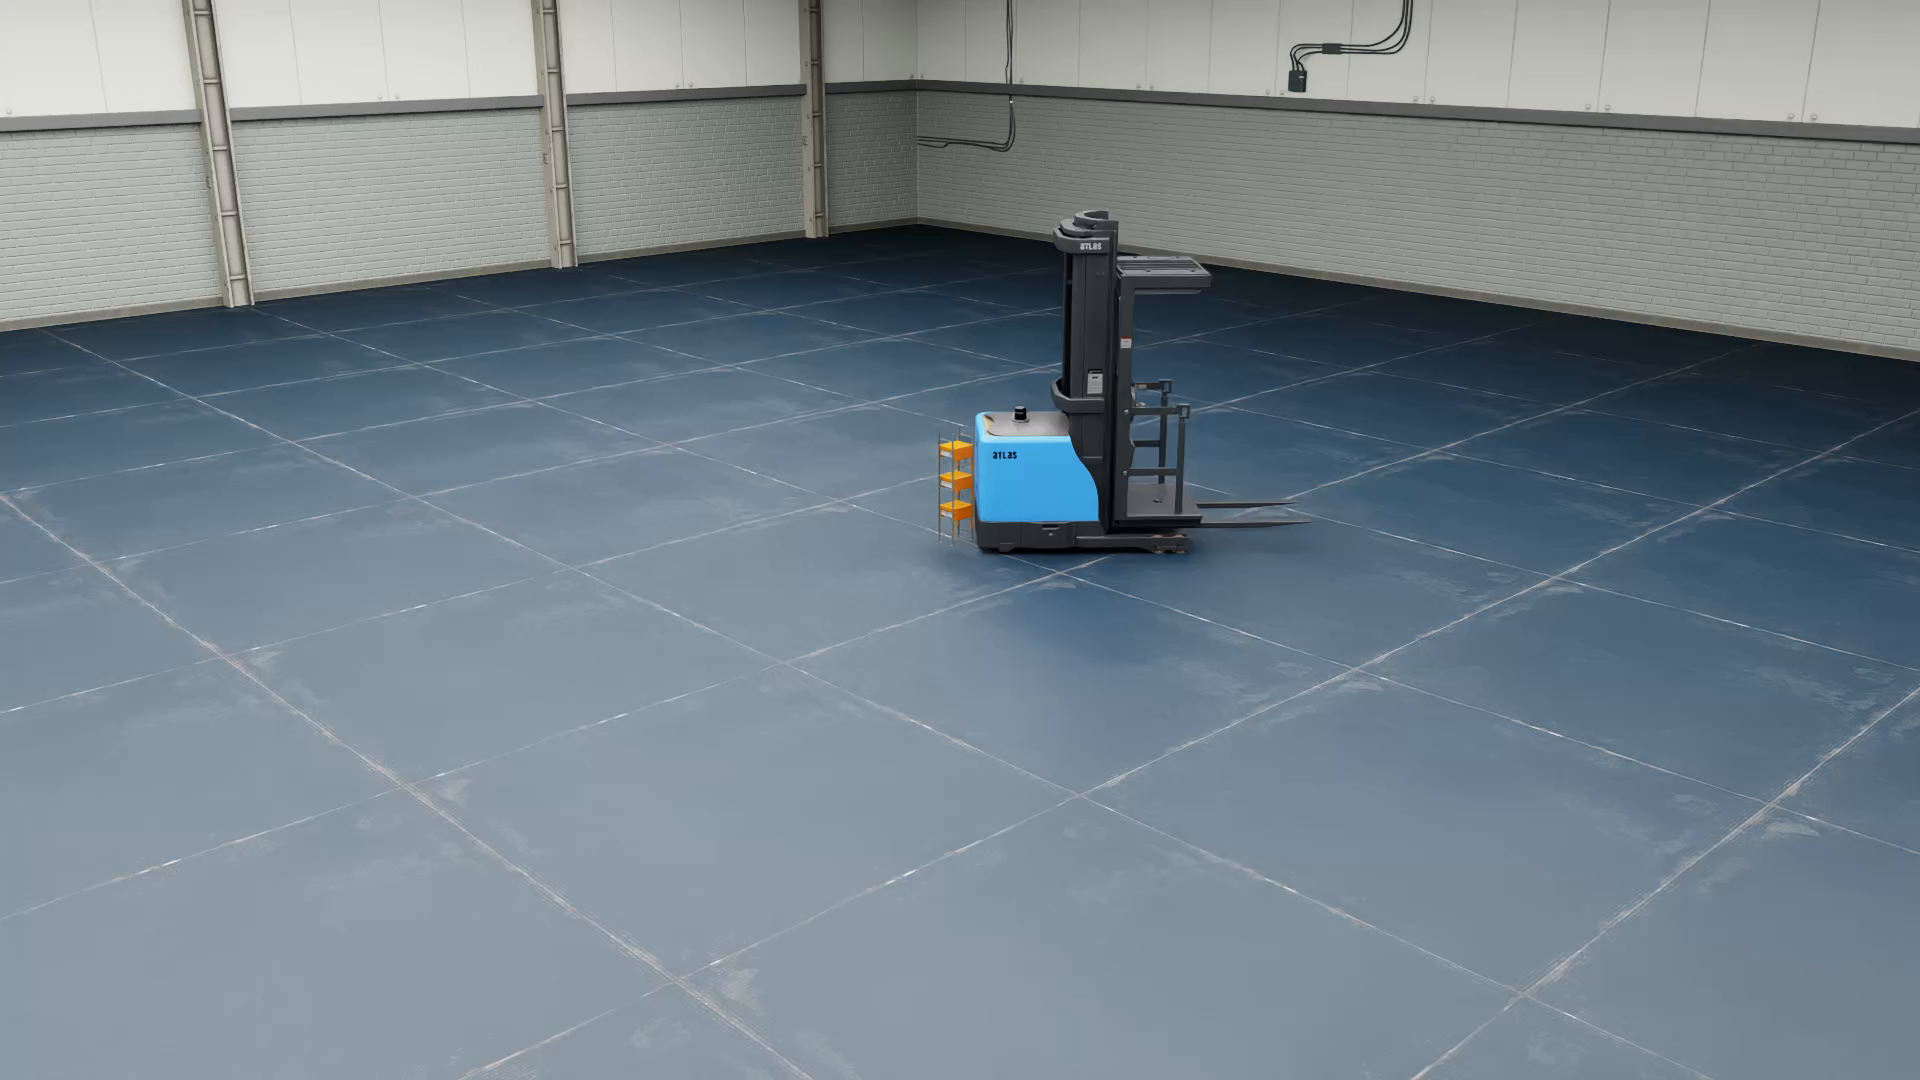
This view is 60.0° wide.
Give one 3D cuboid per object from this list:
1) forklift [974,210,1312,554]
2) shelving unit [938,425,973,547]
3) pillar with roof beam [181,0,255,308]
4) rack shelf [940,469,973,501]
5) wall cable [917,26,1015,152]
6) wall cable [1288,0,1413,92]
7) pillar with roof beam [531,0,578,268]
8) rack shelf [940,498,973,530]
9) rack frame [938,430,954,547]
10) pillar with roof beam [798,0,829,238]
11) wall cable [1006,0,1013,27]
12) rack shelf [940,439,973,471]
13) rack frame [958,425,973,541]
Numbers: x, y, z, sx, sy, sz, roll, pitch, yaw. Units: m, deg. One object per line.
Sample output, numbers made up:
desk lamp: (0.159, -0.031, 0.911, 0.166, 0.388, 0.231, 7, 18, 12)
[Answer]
forklift: (1.660, -1.433, 14.919, 3.031, 2.935, 1.130, -1, 18, -2)
shelving unit: (-0.039, -0.488, 15.053, 0.252, 1.050, 0.215, -16, 24, -41)
pillar with roof beam: (-8.766, -7.139, 22.677, 0.400, 9.000, 9.100, -16, 24, -41)
rack shelf: (-0.039, -0.478, 15.056, 0.240, 0.259, 0.215, -16, 24, -41)
wall cable: (0.045, -9.497, 34.986, 0.112, 2.526, 3.097, -16, 24, -41)
wall cable: (6.555, -10.461, 27.410, 0.169, 6.003, 2.305, -16, 24, -41)
pillar with roof beam: (-4.407, -8.410, 26.599, 0.400, 9.000, 9.100, -16, 24, -41)
rack shelf: (-0.039, -0.214, 15.142, 0.240, 0.259, 0.215, -16, 24, -41)
rack frame: (-0.128, -0.462, 14.973, 0.008, 1.050, 0.200, -16, 24, -41)
pillar with roof beam: (-0.047, -9.681, 30.520, 0.400, 9.000, 9.100, -16, 24, -41)
wall cable: (1.903, -11.293, 32.337, 0.112, 2.526, 3.097, -16, 24, -41)
rack shelf: (-0.039, -0.748, 14.969, 0.240, 0.259, 0.215, -16, 24, -41)
rack frame: (0.050, -0.514, 15.133, 0.008, 1.050, 0.200, -16, 24, -41)
